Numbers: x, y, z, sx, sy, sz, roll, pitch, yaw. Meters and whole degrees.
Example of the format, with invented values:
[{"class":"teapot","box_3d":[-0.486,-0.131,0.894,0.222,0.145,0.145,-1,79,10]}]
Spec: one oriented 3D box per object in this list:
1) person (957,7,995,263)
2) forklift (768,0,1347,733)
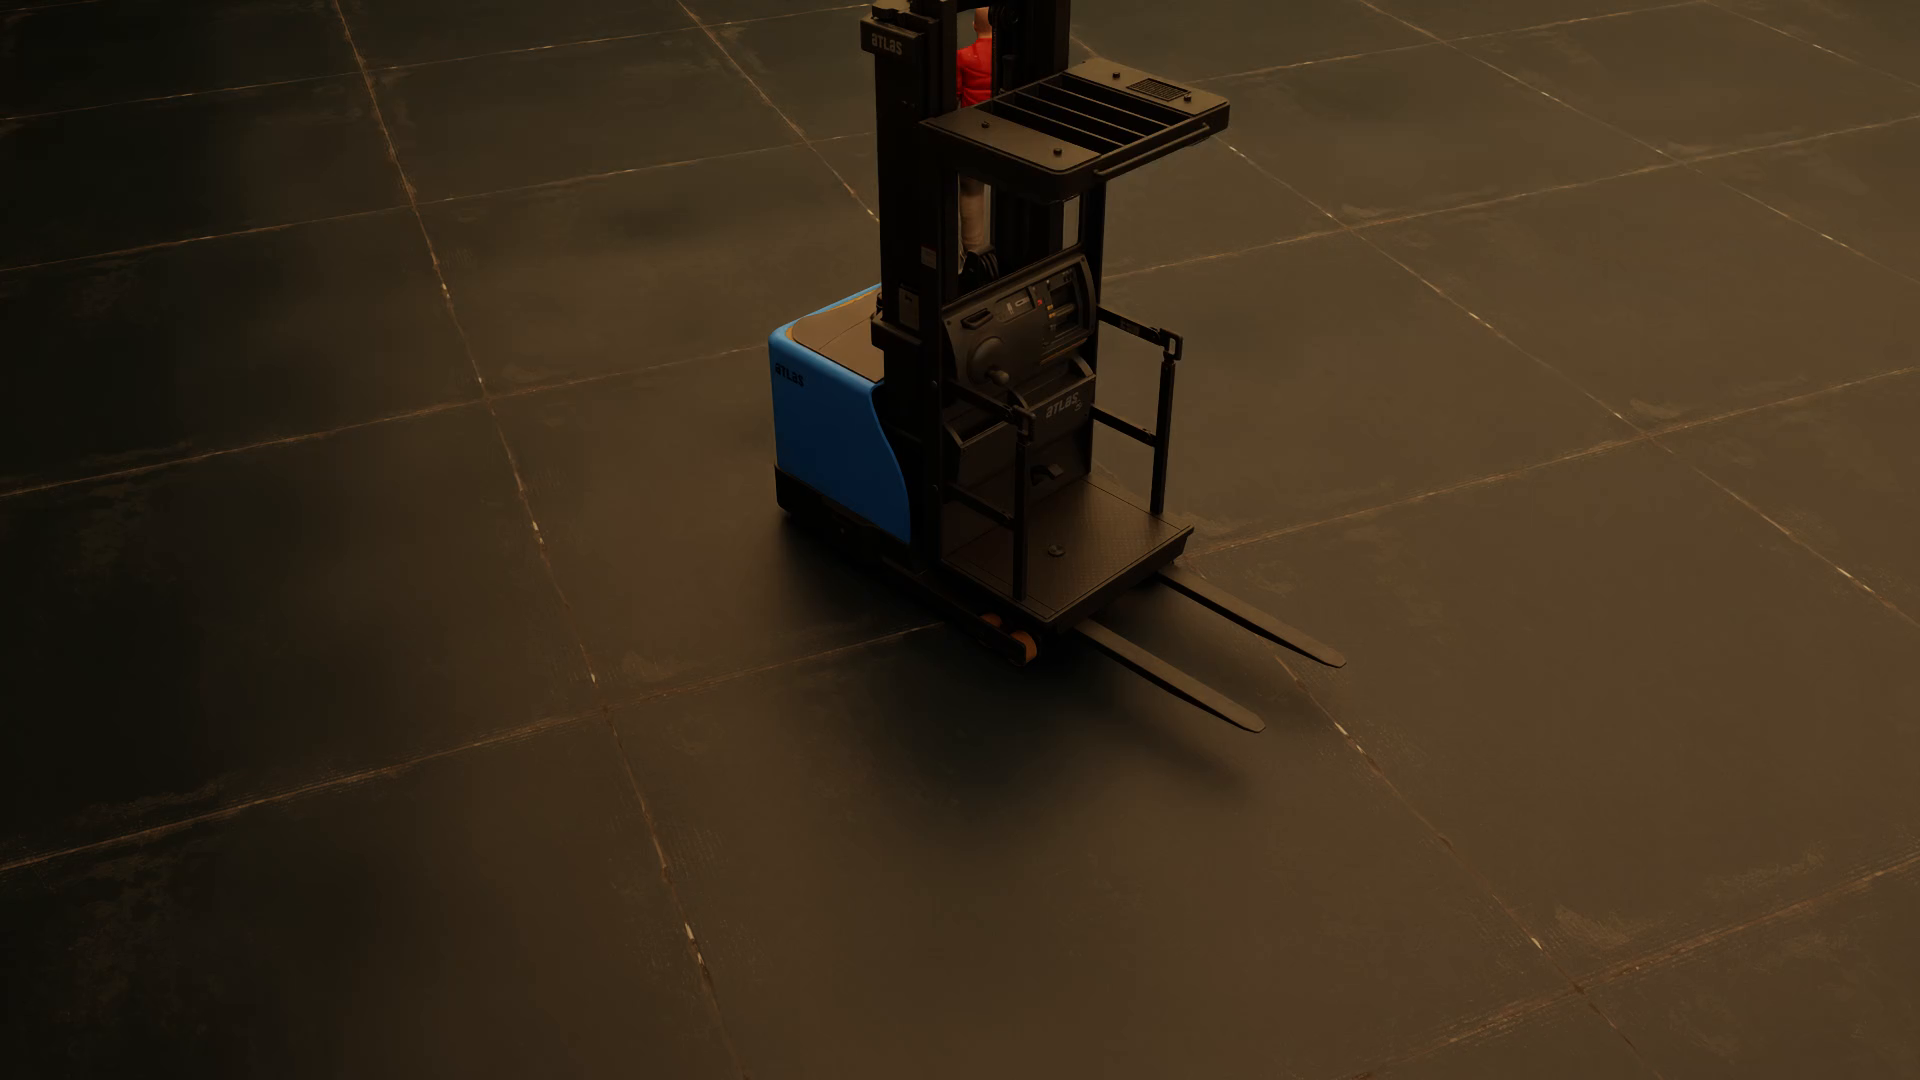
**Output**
[{"class":"person","box_3d":[0.195,-2.597,10.788,0.606,1.728,0.391,1,35,2]},{"class":"forklift","box_3d":[0.432,-0.946,7.429,3.031,2.935,1.130,30,45,35]}]
